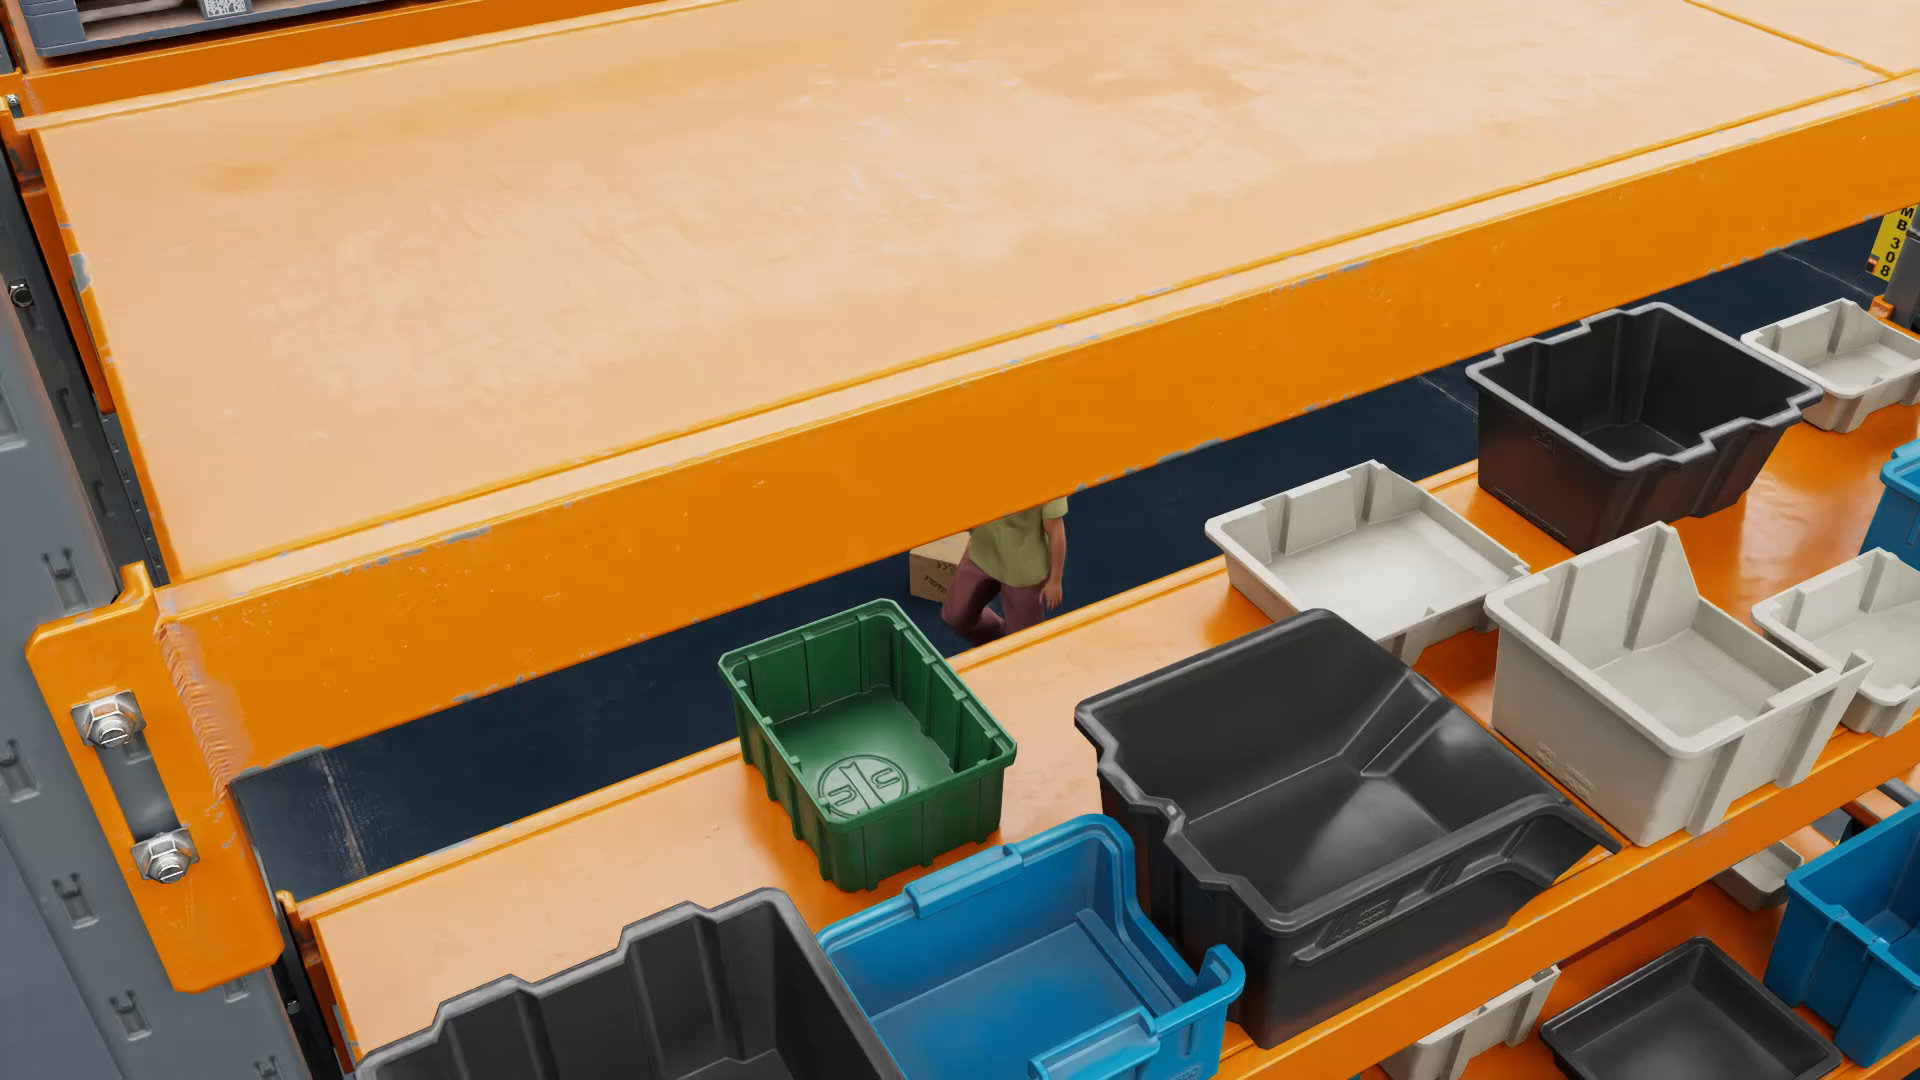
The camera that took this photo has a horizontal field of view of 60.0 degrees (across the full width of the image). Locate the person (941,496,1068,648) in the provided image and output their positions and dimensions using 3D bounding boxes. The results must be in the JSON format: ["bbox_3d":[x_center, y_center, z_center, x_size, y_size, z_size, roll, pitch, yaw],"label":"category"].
[{"bbox_3d":[0.196,0.040,6.569,0.582,1.666,0.452,29,46,33],"label":"person"}]
